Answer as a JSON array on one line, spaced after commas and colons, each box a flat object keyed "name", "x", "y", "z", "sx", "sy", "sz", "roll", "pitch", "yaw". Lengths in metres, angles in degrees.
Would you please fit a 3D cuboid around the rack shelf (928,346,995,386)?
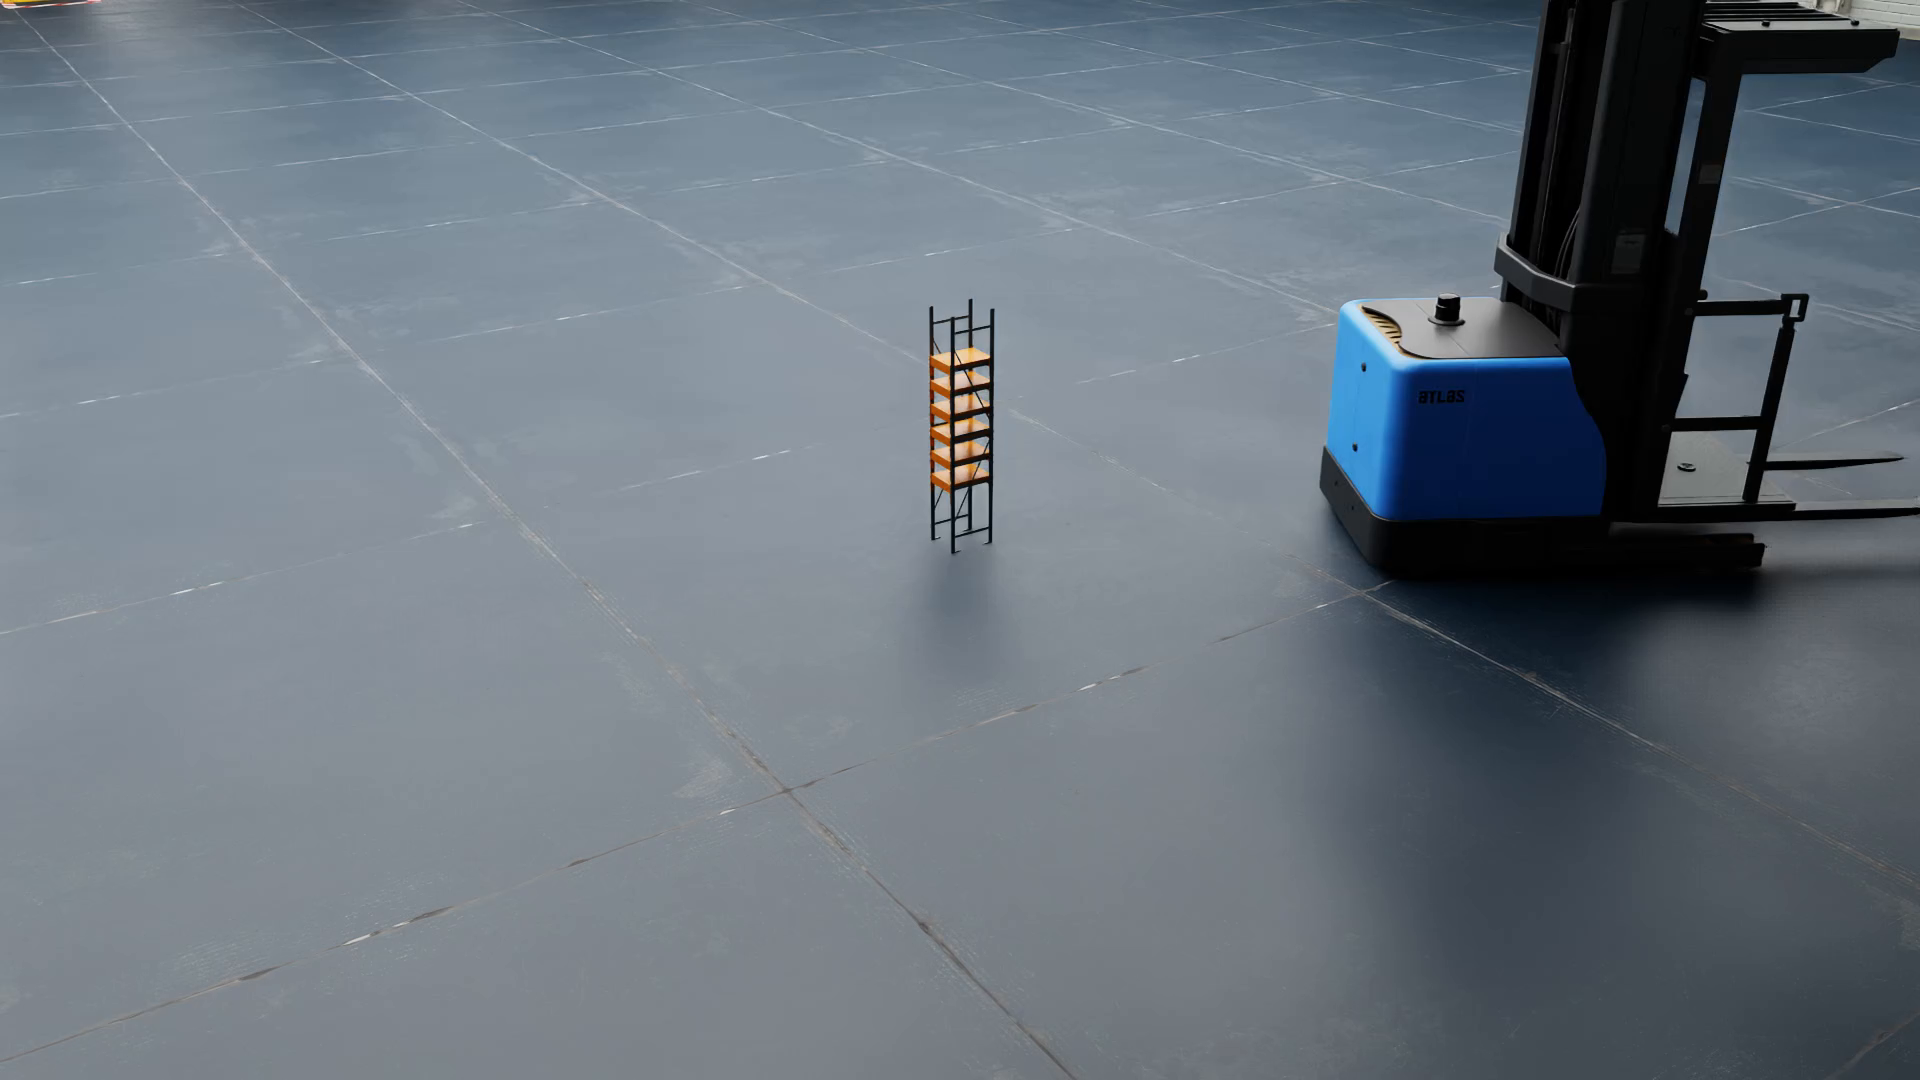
[{"name": "rack shelf", "x": 0.008, "y": -0.823, "z": 7.848, "sx": 0.258, "sy": 0.103, "sz": 0.180, "roll": -16, "pitch": 29, "yaw": -30}]

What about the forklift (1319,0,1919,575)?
[{"name": "forklift", "x": 3.410, "y": -1.391, "z": 7.763, "sx": 3.031, "sy": 2.935, "sz": 1.130, "roll": -2, "pitch": 25, "yaw": -3}]

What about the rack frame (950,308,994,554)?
[{"name": "rack frame", "x": 0.058, "y": -0.505, "z": 7.914, "sx": 0.240, "sy": 1.200, "sz": 0.006, "roll": -16, "pitch": 29, "yaw": -30}]

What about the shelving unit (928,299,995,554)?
[{"name": "shelving unit", "x": 0.008, "y": -0.537, "z": 7.983, "sx": 0.258, "sy": 1.200, "sz": 0.189, "roll": -16, "pitch": 29, "yaw": -30}]

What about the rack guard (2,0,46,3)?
[{"name": "rack guard", "x": -14.596, "y": -8.844, "z": 26.398, "sx": 1.175, "sy": 0.500, "sz": 0.348, "roll": -16, "pitch": 29, "yaw": -30}]

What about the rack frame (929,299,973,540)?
[{"name": "rack frame", "x": -0.042, "y": -0.570, "z": 8.052, "sx": 0.240, "sy": 1.200, "sz": 0.006, "roll": -16, "pitch": 29, "yaw": -30}]

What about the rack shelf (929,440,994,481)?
[{"name": "rack shelf", "x": 0.008, "y": -0.389, "z": 8.053, "sx": 0.258, "sy": 0.103, "sz": 0.180, "roll": -16, "pitch": 29, "yaw": -30}]

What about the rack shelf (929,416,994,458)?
[{"name": "rack shelf", "x": 0.008, "y": -0.497, "z": 8.002, "sx": 0.258, "sy": 0.103, "sz": 0.180, "roll": -16, "pitch": 29, "yaw": -30}]

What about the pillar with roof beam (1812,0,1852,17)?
[{"name": "pillar with roof beam", "x": 8.689, "y": -10.310, "z": 19.549, "sx": 9.100, "sy": 9.000, "sz": 0.400, "roll": -16, "pitch": 29, "yaw": -30}]

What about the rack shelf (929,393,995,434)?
[{"name": "rack shelf", "x": 0.008, "y": -0.606, "z": 7.951, "sx": 0.258, "sy": 0.103, "sz": 0.180, "roll": -16, "pitch": 29, "yaw": -30}]

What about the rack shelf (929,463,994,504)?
[{"name": "rack shelf", "x": 0.008, "y": -0.280, "z": 8.104, "sx": 0.258, "sy": 0.103, "sz": 0.180, "roll": -16, "pitch": 29, "yaw": -30}]

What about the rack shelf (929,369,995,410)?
[{"name": "rack shelf", "x": 0.008, "y": -0.714, "z": 7.899, "sx": 0.258, "sy": 0.103, "sz": 0.180, "roll": -16, "pitch": 29, "yaw": -30}]
